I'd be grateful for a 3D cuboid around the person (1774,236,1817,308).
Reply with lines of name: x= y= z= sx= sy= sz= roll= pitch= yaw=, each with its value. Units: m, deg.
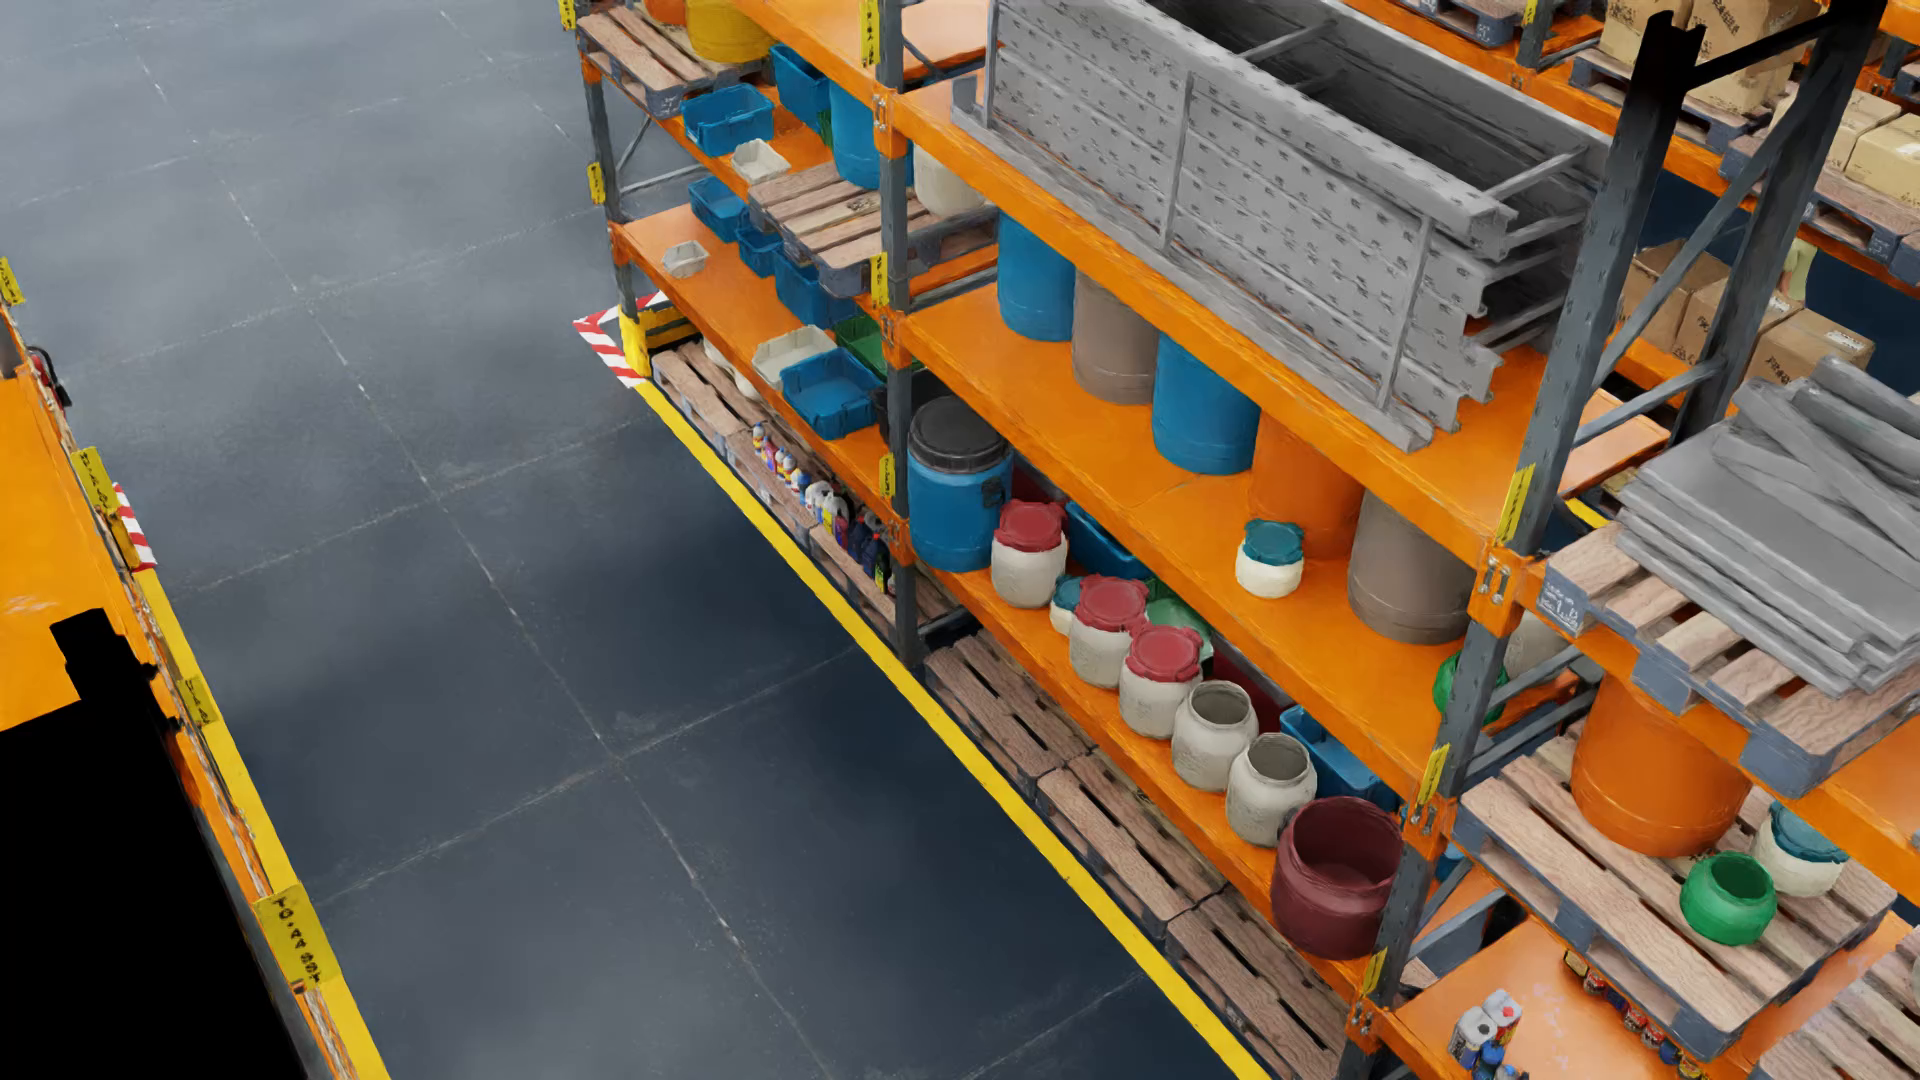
person: x=6.196 y=-1.872 z=12.598 sx=0.448 sy=1.590 sz=1.106 roll=-23 pitch=47 yaw=-23
